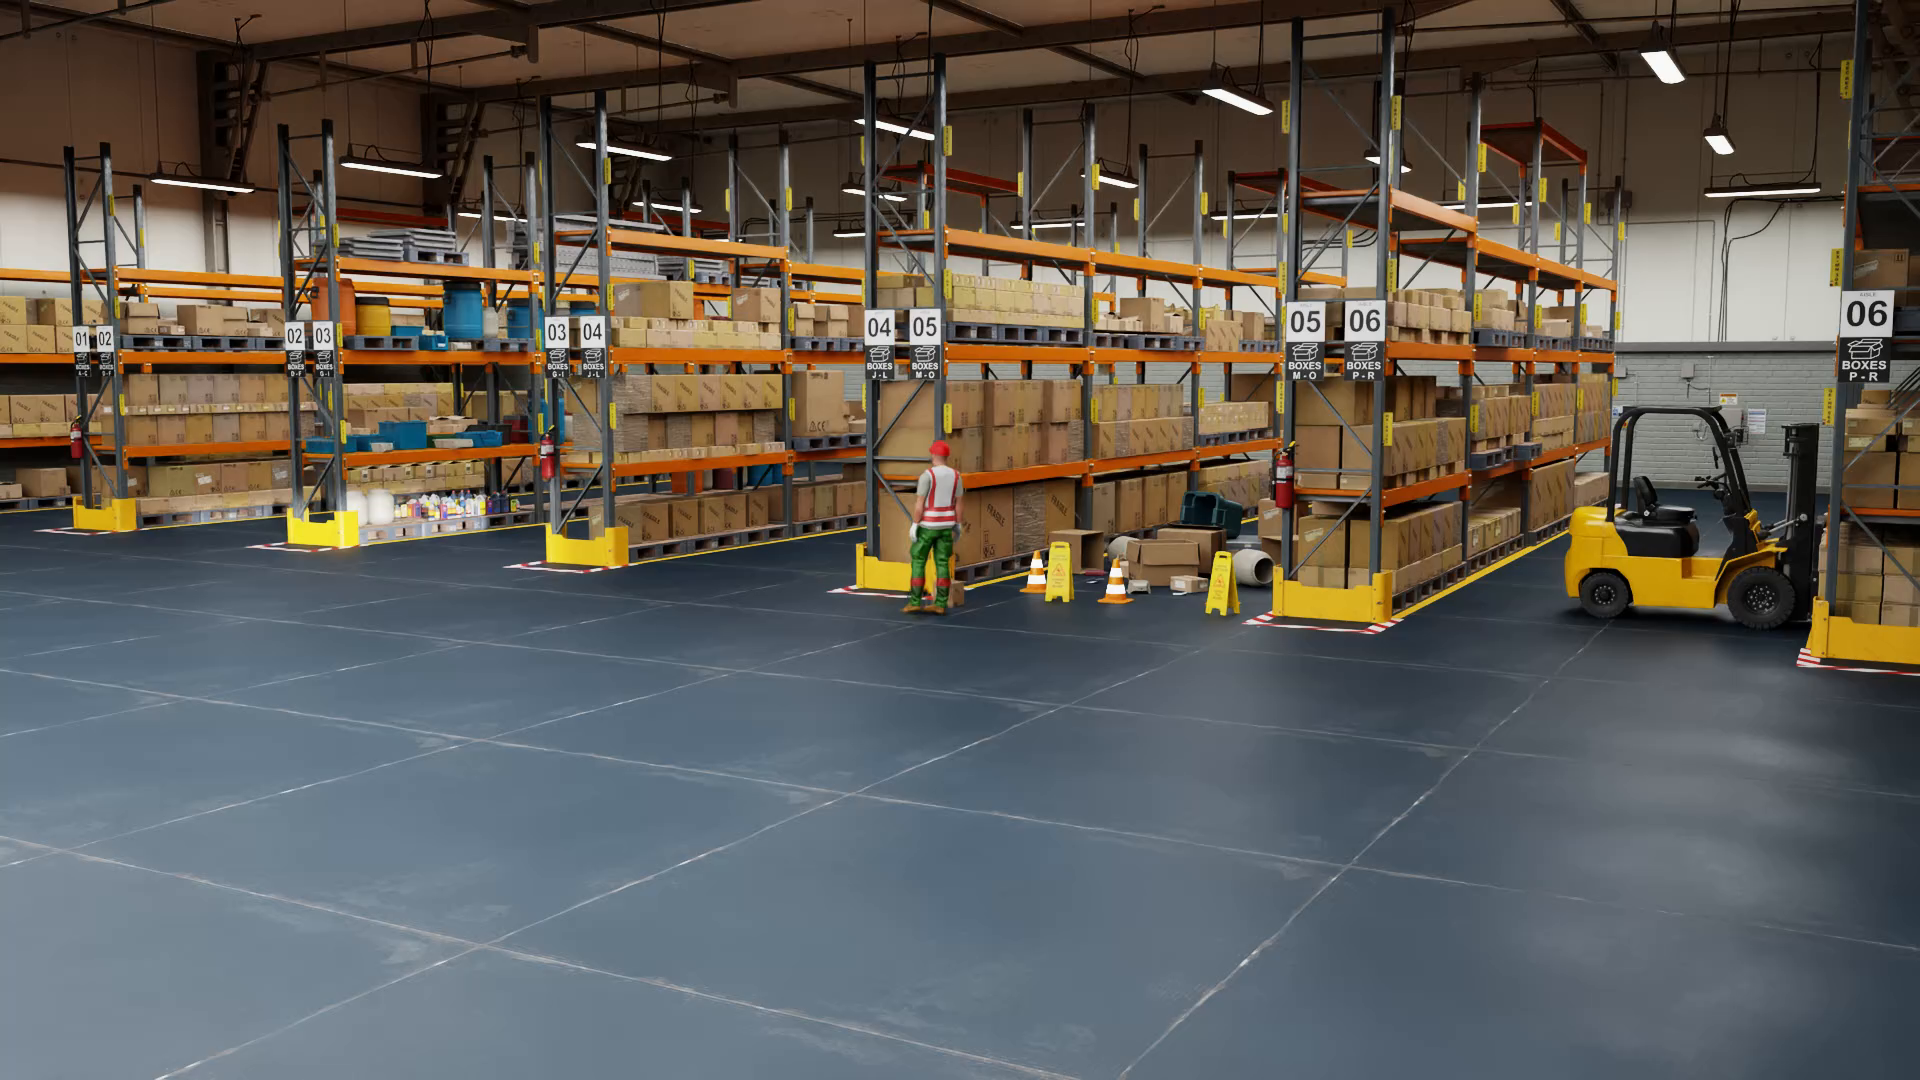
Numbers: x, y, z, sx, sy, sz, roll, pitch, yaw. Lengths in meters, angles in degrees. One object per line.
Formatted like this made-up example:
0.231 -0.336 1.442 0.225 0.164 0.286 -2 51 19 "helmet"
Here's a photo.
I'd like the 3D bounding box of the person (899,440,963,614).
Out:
-0.293 -0.126 17.259 0.578 1.821 0.515 -4 7 -31 "person"
